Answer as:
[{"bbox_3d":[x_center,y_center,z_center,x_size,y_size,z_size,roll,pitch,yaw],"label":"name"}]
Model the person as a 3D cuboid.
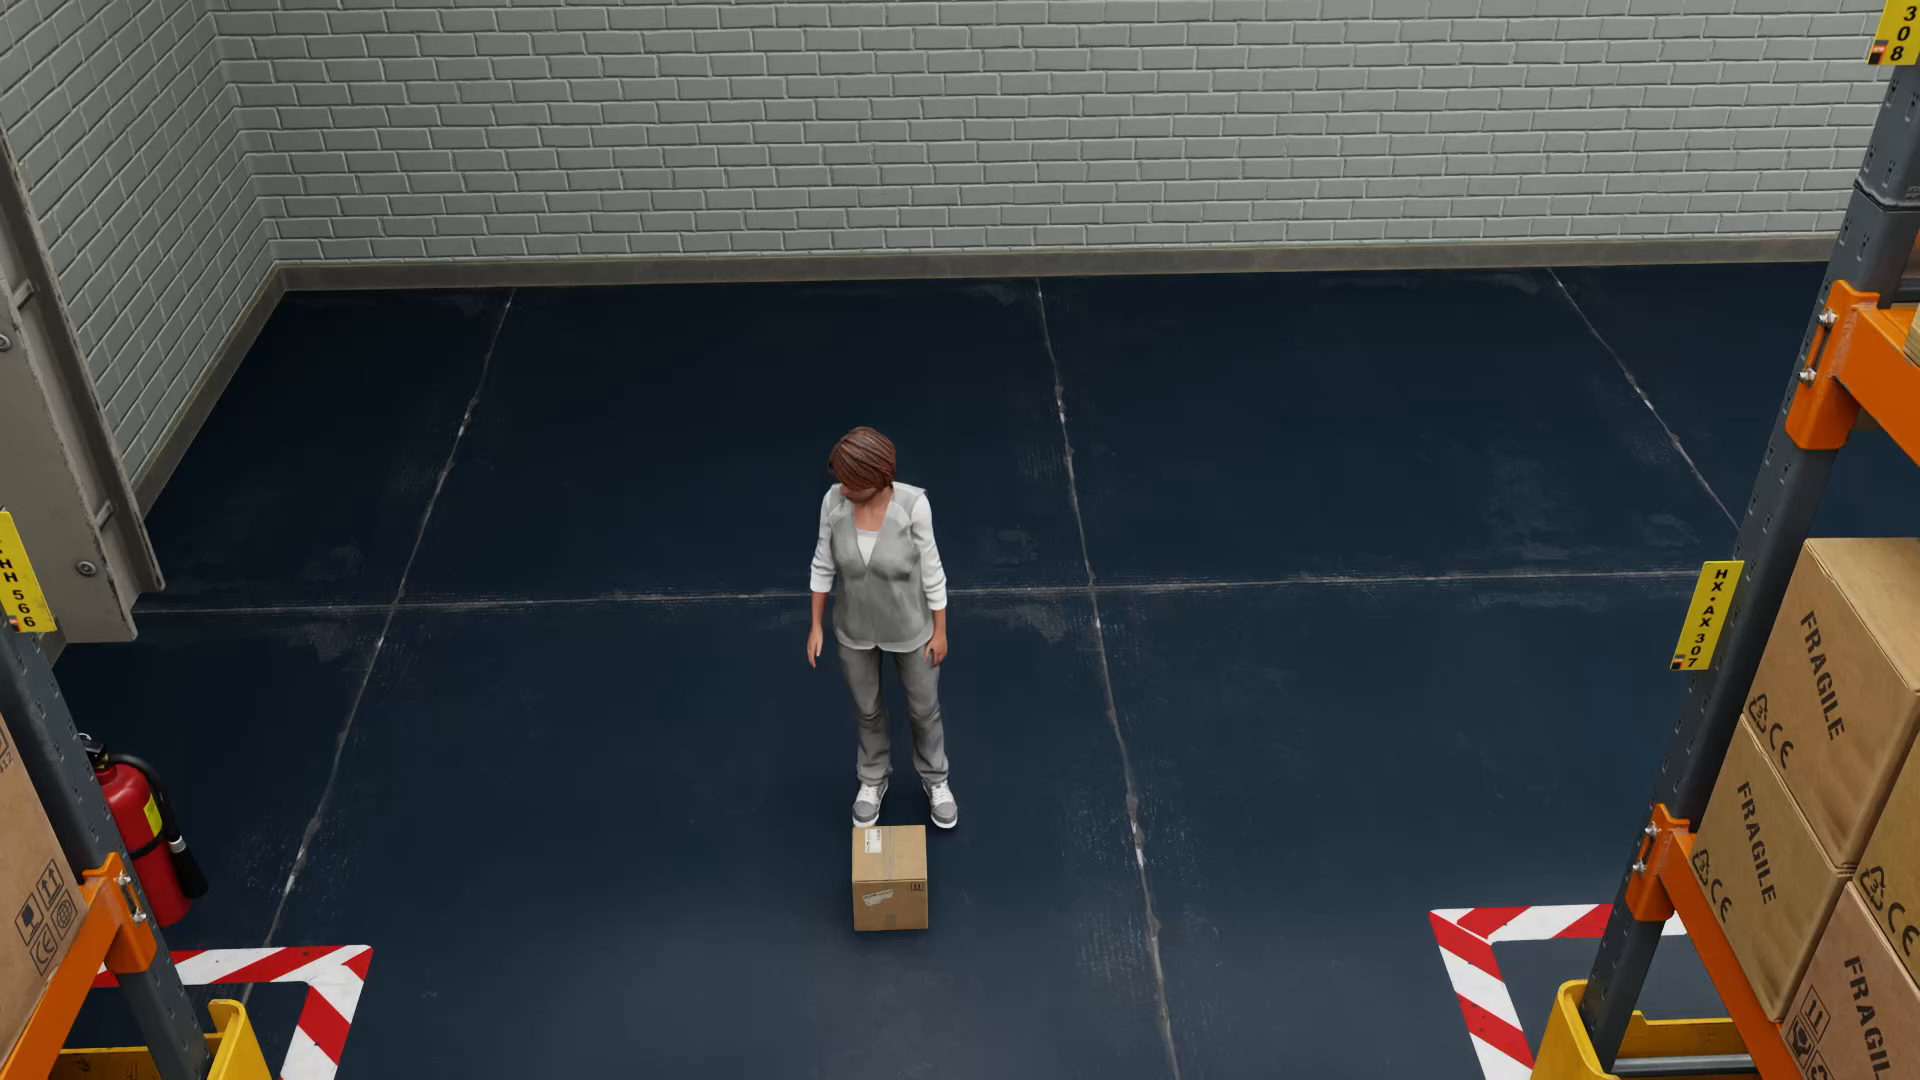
[{"bbox_3d":[-0.261,0.326,5.679,0.518,1.602,0.315,4,36,6],"label":"person"}]
